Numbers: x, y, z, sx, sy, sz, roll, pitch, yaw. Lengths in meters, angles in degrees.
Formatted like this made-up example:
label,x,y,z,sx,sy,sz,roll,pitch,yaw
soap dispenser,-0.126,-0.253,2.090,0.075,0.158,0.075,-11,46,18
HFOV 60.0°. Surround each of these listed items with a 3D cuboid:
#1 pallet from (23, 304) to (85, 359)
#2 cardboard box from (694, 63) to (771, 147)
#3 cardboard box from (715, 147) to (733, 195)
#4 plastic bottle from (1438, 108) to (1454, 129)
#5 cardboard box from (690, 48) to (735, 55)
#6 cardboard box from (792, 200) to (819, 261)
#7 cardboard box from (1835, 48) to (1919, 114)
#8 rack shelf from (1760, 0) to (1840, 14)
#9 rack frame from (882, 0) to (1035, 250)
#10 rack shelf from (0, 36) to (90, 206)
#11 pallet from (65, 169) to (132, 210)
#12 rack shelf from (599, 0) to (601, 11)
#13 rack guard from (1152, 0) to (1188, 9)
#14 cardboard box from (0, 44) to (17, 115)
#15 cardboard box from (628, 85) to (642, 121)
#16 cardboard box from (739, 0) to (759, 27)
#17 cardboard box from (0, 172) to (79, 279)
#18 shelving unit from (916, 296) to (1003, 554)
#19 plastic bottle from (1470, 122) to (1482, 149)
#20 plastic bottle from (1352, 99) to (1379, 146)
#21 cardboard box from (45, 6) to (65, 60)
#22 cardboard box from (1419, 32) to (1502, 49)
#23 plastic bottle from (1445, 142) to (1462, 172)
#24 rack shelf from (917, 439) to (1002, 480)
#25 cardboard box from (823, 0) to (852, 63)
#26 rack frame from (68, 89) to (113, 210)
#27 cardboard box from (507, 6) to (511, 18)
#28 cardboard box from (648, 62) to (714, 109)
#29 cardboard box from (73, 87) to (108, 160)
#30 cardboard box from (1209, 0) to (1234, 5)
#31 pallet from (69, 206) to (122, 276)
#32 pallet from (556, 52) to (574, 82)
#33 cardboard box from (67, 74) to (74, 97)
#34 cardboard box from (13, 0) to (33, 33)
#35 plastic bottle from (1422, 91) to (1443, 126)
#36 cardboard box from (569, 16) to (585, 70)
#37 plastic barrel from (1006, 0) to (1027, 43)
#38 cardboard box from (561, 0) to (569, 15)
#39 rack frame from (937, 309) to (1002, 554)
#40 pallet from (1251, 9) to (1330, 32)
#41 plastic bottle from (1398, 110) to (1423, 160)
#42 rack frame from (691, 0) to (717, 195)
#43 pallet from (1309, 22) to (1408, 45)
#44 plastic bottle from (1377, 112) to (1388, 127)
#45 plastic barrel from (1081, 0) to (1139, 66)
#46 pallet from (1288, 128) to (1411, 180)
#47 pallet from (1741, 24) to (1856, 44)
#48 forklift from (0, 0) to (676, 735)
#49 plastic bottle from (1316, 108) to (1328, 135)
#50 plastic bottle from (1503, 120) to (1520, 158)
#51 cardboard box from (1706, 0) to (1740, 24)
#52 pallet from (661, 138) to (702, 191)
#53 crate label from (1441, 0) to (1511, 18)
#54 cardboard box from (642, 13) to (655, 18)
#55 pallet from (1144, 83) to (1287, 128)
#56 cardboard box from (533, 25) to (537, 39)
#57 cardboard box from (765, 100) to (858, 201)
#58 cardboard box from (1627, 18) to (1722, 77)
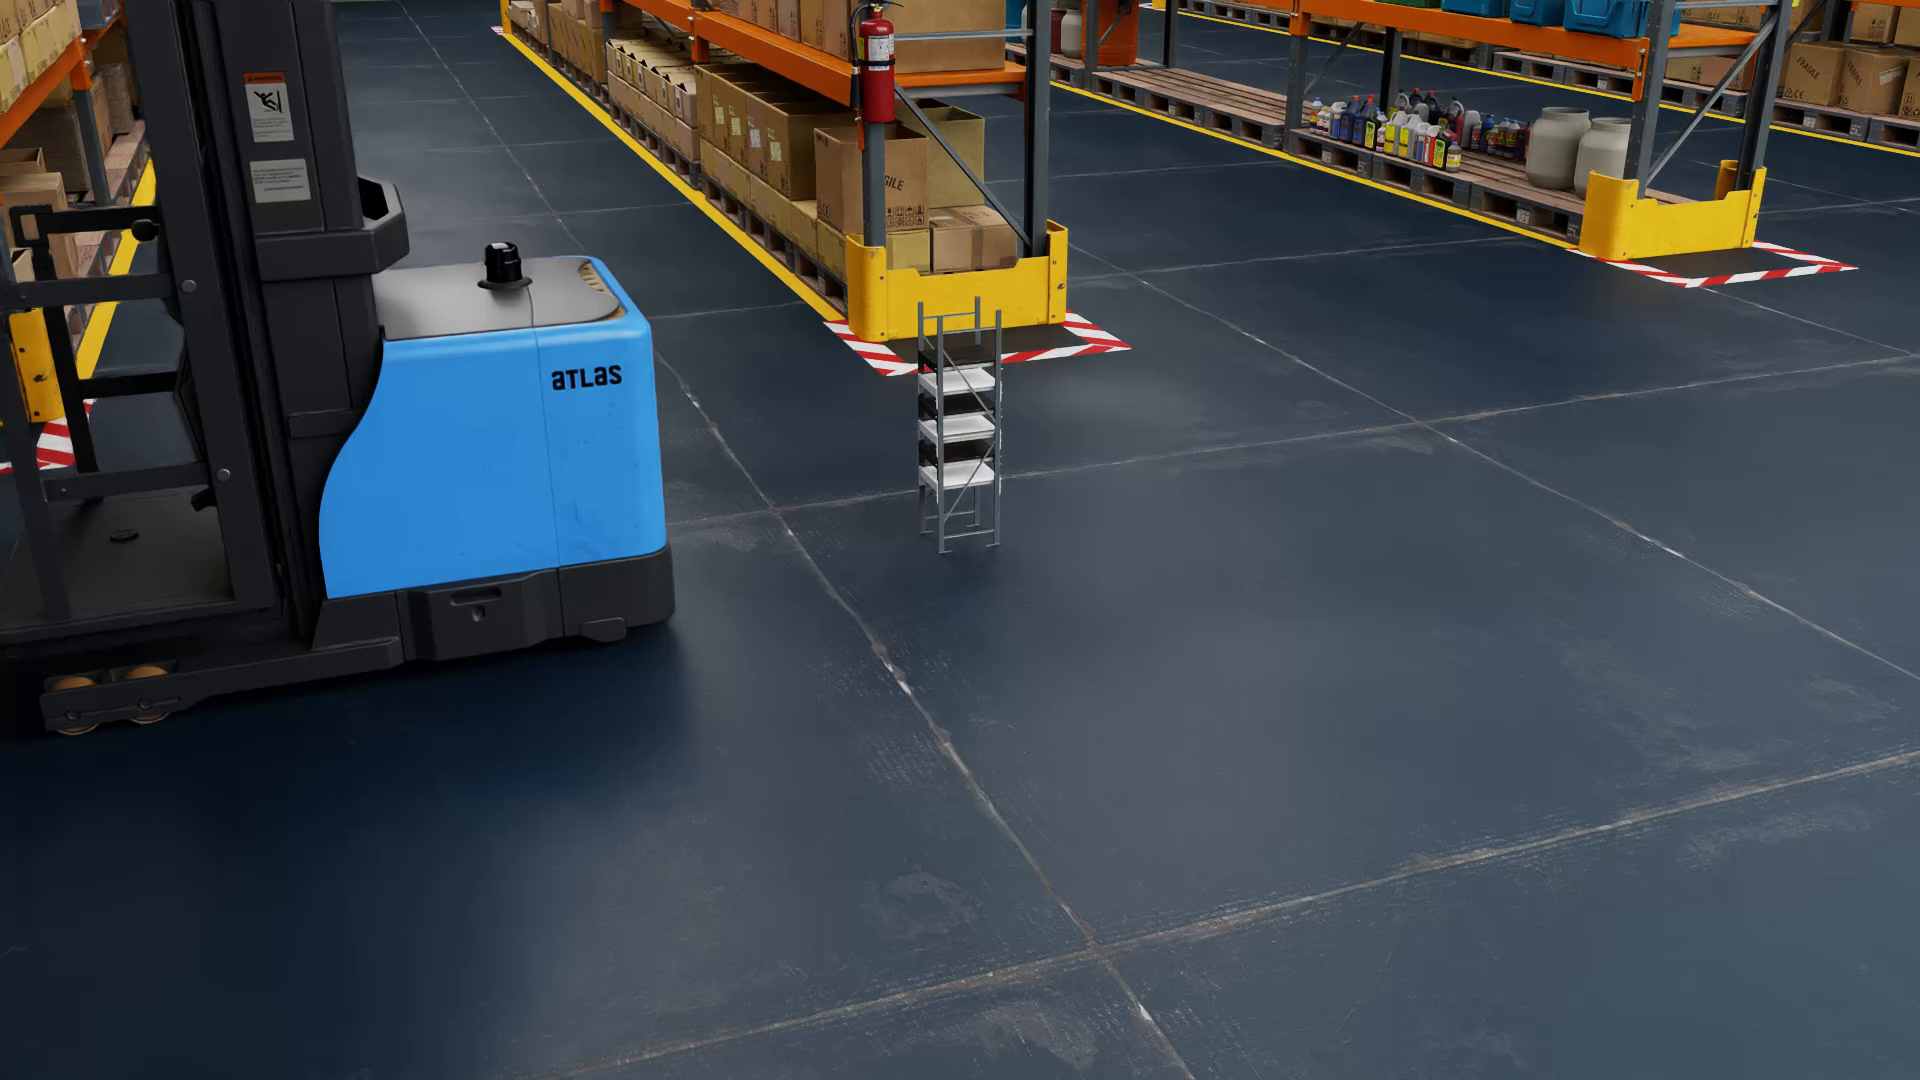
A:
label,x,y,z,sx,sy,sz,roll,pitch,yaw
pallet,-4.933,-0.925,8.172,1.003,0.211,1.213,-8,24,-19
cardboard box,-1.561,-3.077,11.722,0.500,0.500,0.500,-8,24,-19
cardboard box,-1.380,-2.550,11.439,0.500,0.250,0.500,-8,24,-19
plastic bottle,3.795,-3.241,13.008,0.061,0.283,0.133,-8,24,-19
cardboard box,-2.065,-4.126,14.456,0.500,0.311,0.500,-9,24,-19
cardboard box,-0.673,-1.824,9.715,0.500,0.250,0.500,-8,24,-19
cardboard box,8.150,-4.058,14.694,0.500,0.500,0.500,-1,23,-2
rack shelf,7.130,-5.769,17.003,1.077,0.370,4.000,-8,24,-19
rack frame,-0.022,-2.563,8.468,0.949,2.616,0.053,-8,24,-19
rack shelf,-5.359,-2.277,8.717,1.077,0.370,4.000,-8,24,-19
pallet,-6.342,-2.333,11.514,1.003,0.211,1.213,-8,24,-19
rack shelf,-3.552,-5.865,17.230,1.077,0.370,4.000,-8,24,-19
rack guard,3.589,-8.591,25.990,1.175,0.500,0.348,-8,24,-19
cardboard box,-4.528,-2.043,7.402,0.500,0.250,0.500,-9,25,-21
cardboard box,-2.567,-3.795,14.392,0.500,0.250,0.500,-9,24,-20
cardboard box,-1.077,-3.711,11.065,0.700,0.500,0.500,-9,24,-20
cardboard box,-5.226,-1.677,9.019,0.700,0.500,0.500,-10,25,-22
shelving unit,-0.003,-0.418,6.082,0.258,0.900,0.210,-8,24,-19
plastic bottle,4.003,-3.128,12.845,0.097,0.201,0.097,0,23,0
plastic bottle,3.167,-3.258,12.962,0.144,0.351,0.185,-9,25,-21
cardboard box,-5.254,-2.782,9.156,0.500,0.250,0.500,-8,24,-19
cardboard box,6.199,-6.296,19.520,1.225,0.875,0.875,-10,25,-21
plastic bottle,3.557,-2.762,11.977,0.097,0.201,0.097,0,23,0
rack shelf,-0.003,-0.304,6.130,0.258,0.077,0.200,-8,24,-19
cardboard box,-0.362,-2.971,9.307,0.700,0.500,0.500,-8,24,-18
rack frame,-6.065,-3.335,10.302,1.000,3.000,0.127,-8,24,-19
cardboard box,-5.845,-7.066,22.258,0.380,0.149,0.250,-8,24,-19
cardboard box,-2.207,-3.679,13.394,0.500,0.311,0.500,-8,24,-19
cardboard box,-6.713,-3.023,12.213,0.700,0.500,0.500,-8,24,-18
cardboard box,4.220,-8.397,24.505,0.875,0.875,0.875,-8,24,-19
pallet,-5.795,-1.811,10.276,1.003,0.211,1.213,-8,24,-19
pallet,-3.936,-5.348,18.667,1.003,0.211,1.213,-8,24,-19
cardboard box,-6.687,-3.345,12.011,0.500,0.250,0.500,-9,25,-21
cardboard box,-4.882,-2.752,8.119,0.500,0.500,0.500,-9,25,-21
plastic bottle,3.768,-3.413,13.329,0.144,0.351,0.185,-10,25,-22
cardboard box,-3.769,-5.206,17.392,0.500,0.500,0.500,-9,25,-21
plastic barrel,0.803,-6.371,19.664,0.600,0.901,0.708,-8,24,-19
cardboard box,-3.962,-5.747,17.710,0.500,0.250,0.500,-8,24,-19
rack frame,0.033,-0.381,5.995,0.240,0.900,0.006,-8,24,-19
pallet,4.815,-7.283,23.258,1.003,0.211,1.213,-8,24,-19
plastic bottle,3.382,-3.036,12.435,0.144,0.351,0.185,-7,24,-17
rack frame,-1.432,-4.016,11.917,1.000,3.000,0.127,-8,24,-19
pallet,5.354,-6.726,21.936,1.003,0.211,1.213,-8,24,-19
plastic bottle,3.254,-3.173,12.863,0.097,0.271,0.097,0,23,0
plastic barrel,1.601,-5.517,17.731,0.600,0.830,0.708,-8,24,-19
pallet,3.401,-3.160,13.476,1.003,0.211,1.213,-8,24,-19
pallet,10.825,-6.471,21.330,1.003,0.211,1.213,-8,24,-19
forklift,-2.515,-1.009,4.870,3.031,2.935,1.130,-8,24,-19
plastic bottle,2.941,-3.395,13.480,0.097,0.201,0.097,0,23,0
plastic bottle,4.146,-3.013,12.483,0.097,0.271,0.097,0,23,0
cardboard box,10.240,-7.095,21.900,0.500,0.500,0.500,-9,25,-21
pallet,-1.729,-2.994,13.081,1.003,0.211,1.213,-8,24,-19
crate label,3.713,-3.889,11.570,0.502,0.435,0.616,-8,24,-19
cardboard box,-3.291,-5.287,17.583,0.500,0.500,0.500,-9,25,-21
pallet,2.454,-4.134,15.786,1.003,0.211,1.213,-8,24,-19
cardboard box,-4.914,-6.108,19.985,0.380,0.149,0.250,-8,24,-19
cardboard box,-0.854,-2.350,9.999,0.500,0.500,0.500,-8,24,-19
cardboard box,7.291,-5.030,16.975,0.700,0.500,0.500,-11,25,-24
